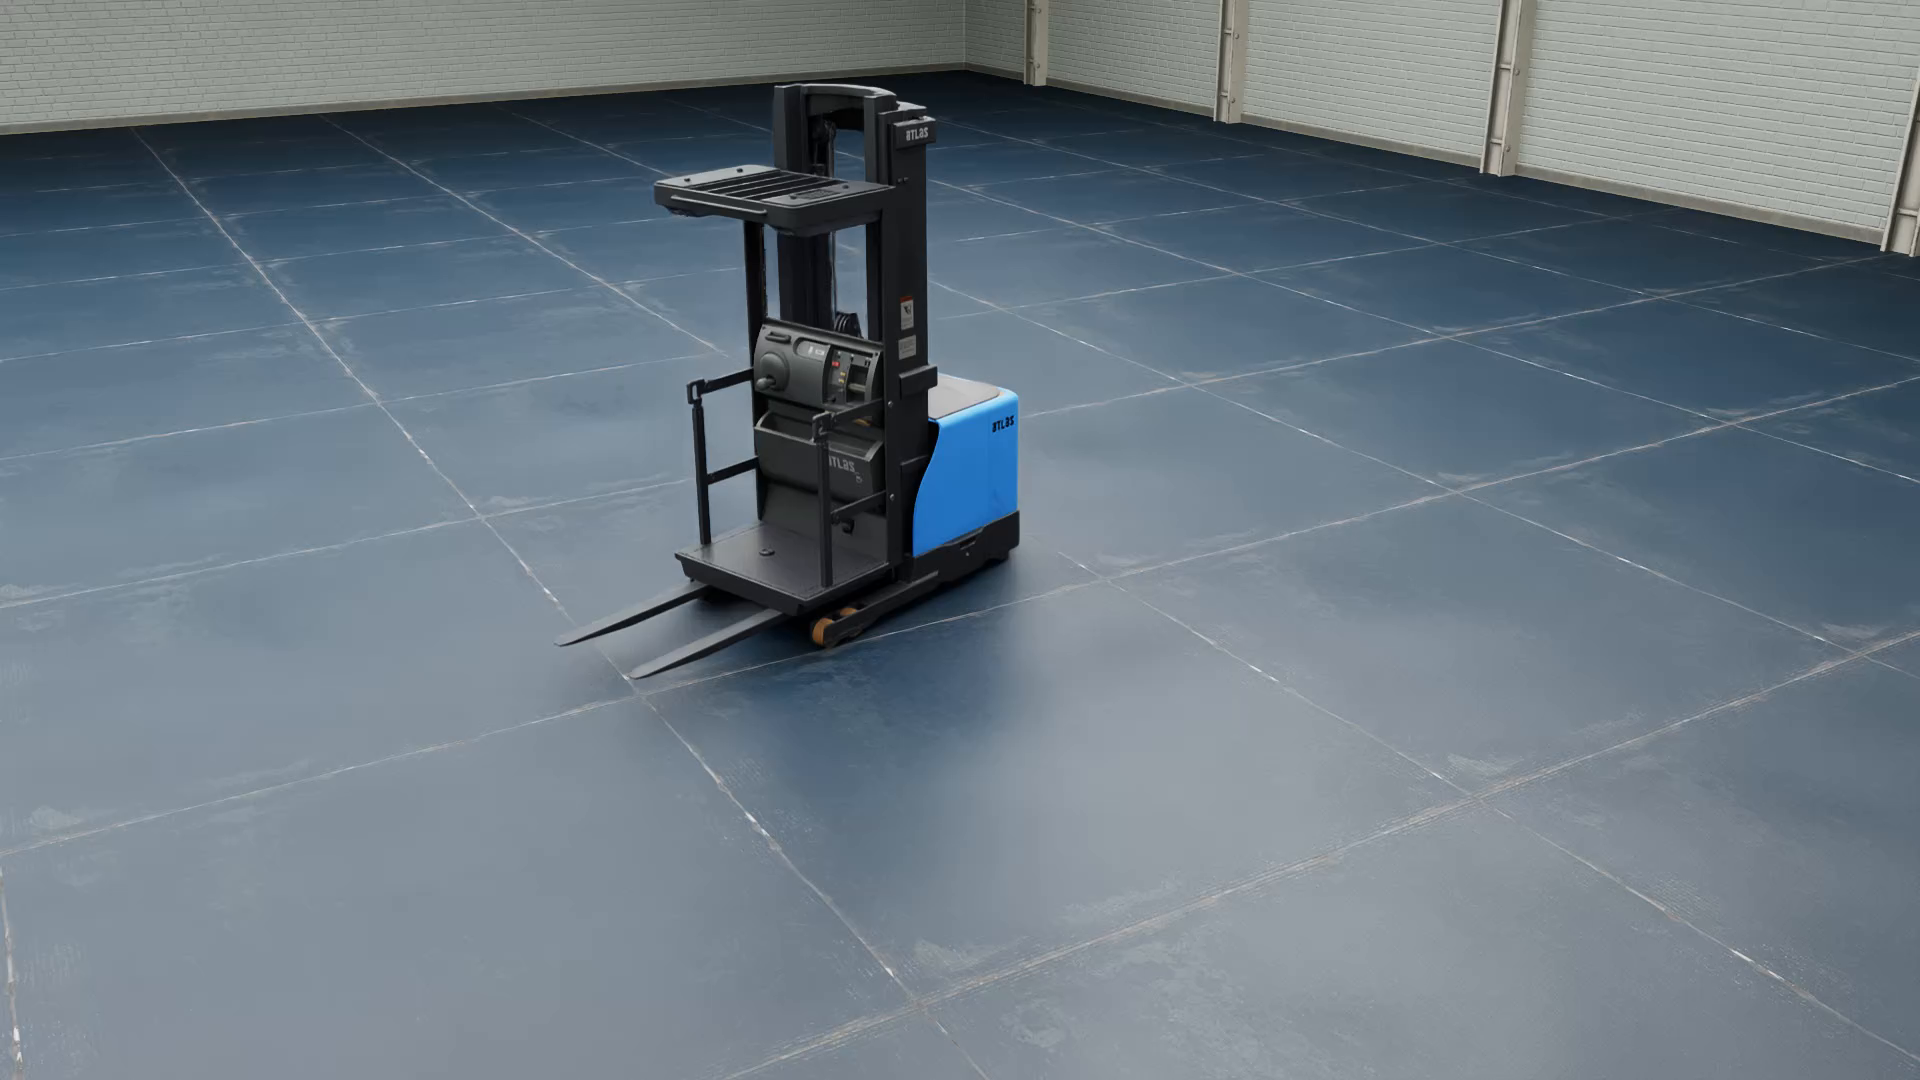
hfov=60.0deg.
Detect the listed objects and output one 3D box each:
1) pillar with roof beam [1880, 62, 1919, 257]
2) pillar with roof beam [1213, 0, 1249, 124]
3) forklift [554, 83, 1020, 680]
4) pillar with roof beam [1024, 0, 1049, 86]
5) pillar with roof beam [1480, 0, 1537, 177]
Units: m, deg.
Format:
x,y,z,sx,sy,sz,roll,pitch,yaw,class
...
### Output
x,y,z,sx,sy,sz,roll,pitch,yaw,class
6.998,-6.602,15.104,9.100,9.000,0.400,-13,25,-28,pillar with roof beam
0.868,-10.487,24.661,9.100,9.000,0.400,-13,25,-28,pillar with roof beam
-0.949,-0.963,9.288,1.130,2.935,3.031,17,28,36,forklift
-2.197,-12.429,29.440,9.100,9.000,0.400,-13,25,-28,pillar with roof beam
3.933,-8.545,19.883,9.100,9.000,0.400,-13,25,-28,pillar with roof beam
